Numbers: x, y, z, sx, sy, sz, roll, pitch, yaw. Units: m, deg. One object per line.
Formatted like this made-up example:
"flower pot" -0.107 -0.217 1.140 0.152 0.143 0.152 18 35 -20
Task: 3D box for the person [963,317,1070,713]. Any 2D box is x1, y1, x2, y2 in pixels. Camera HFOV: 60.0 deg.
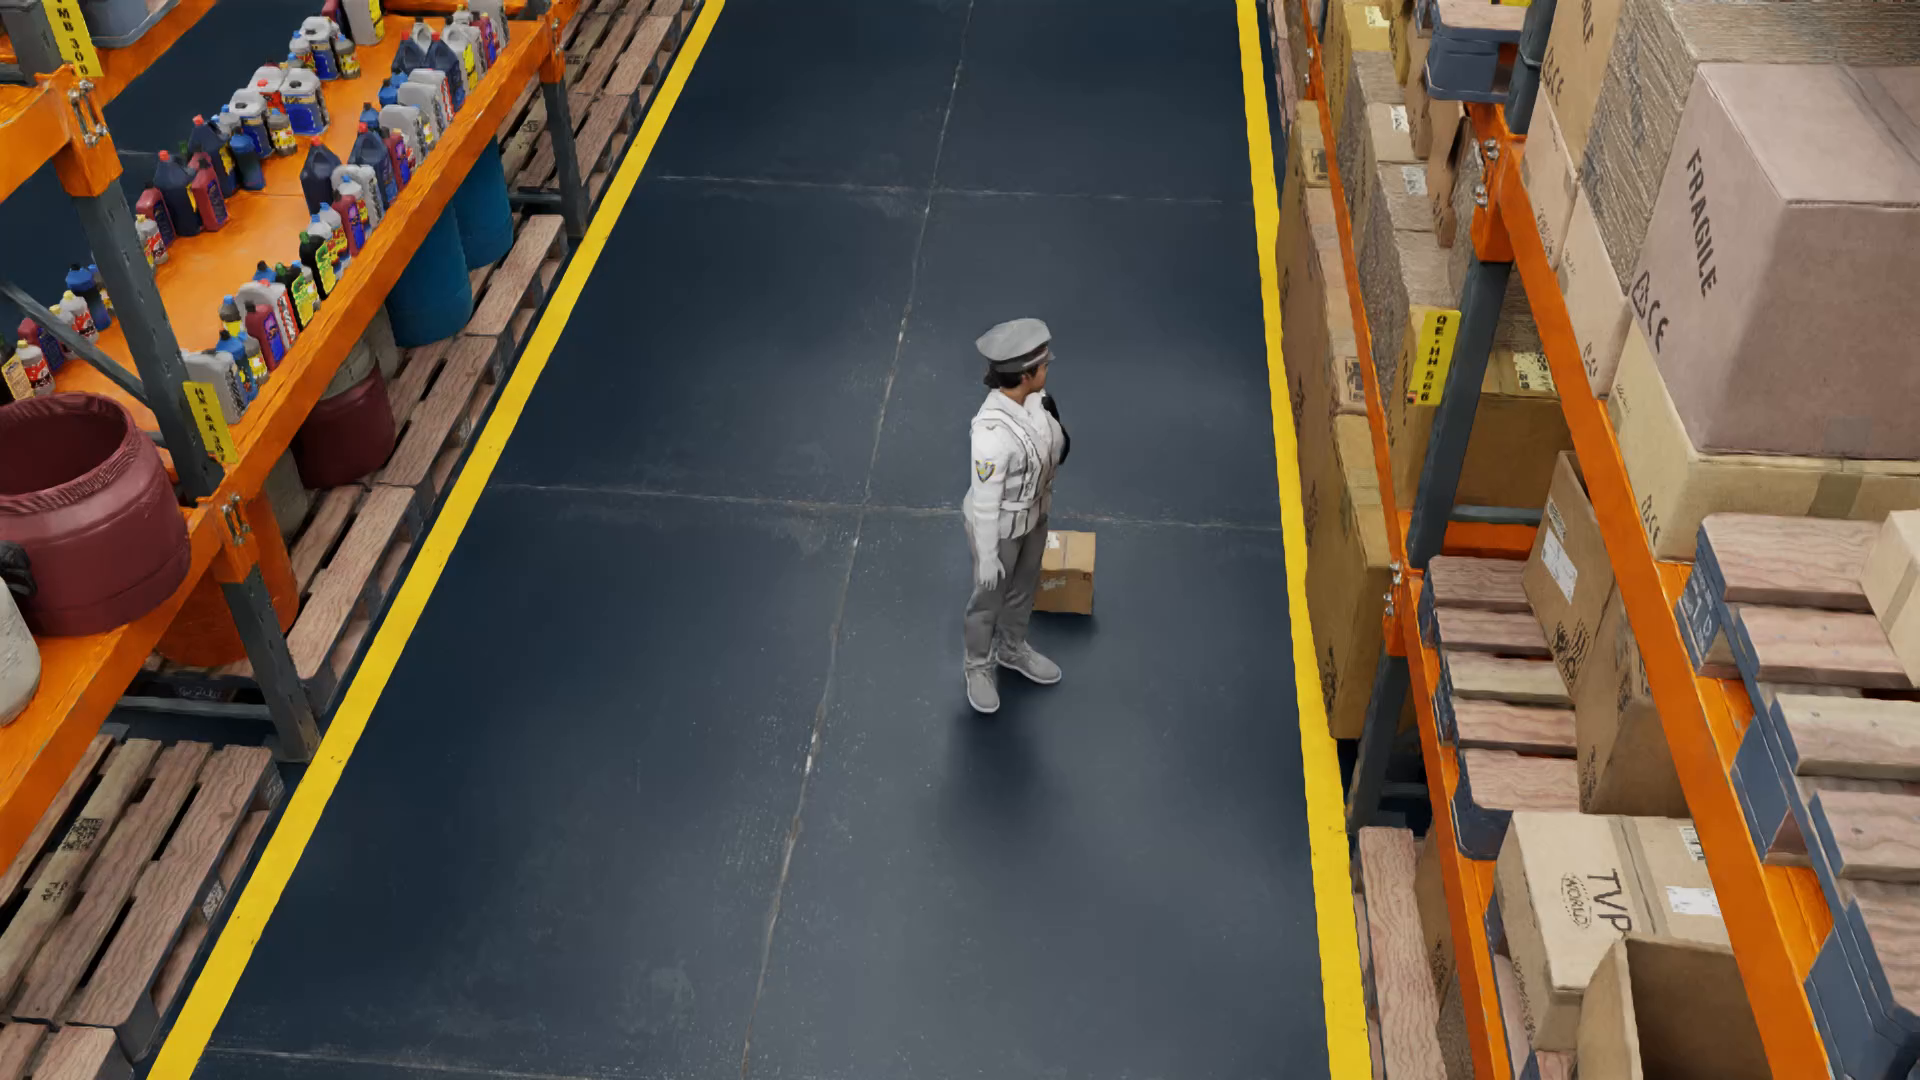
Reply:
"person" 0.199 -0.068 6.196 0.365 1.681 0.528 19 44 21
